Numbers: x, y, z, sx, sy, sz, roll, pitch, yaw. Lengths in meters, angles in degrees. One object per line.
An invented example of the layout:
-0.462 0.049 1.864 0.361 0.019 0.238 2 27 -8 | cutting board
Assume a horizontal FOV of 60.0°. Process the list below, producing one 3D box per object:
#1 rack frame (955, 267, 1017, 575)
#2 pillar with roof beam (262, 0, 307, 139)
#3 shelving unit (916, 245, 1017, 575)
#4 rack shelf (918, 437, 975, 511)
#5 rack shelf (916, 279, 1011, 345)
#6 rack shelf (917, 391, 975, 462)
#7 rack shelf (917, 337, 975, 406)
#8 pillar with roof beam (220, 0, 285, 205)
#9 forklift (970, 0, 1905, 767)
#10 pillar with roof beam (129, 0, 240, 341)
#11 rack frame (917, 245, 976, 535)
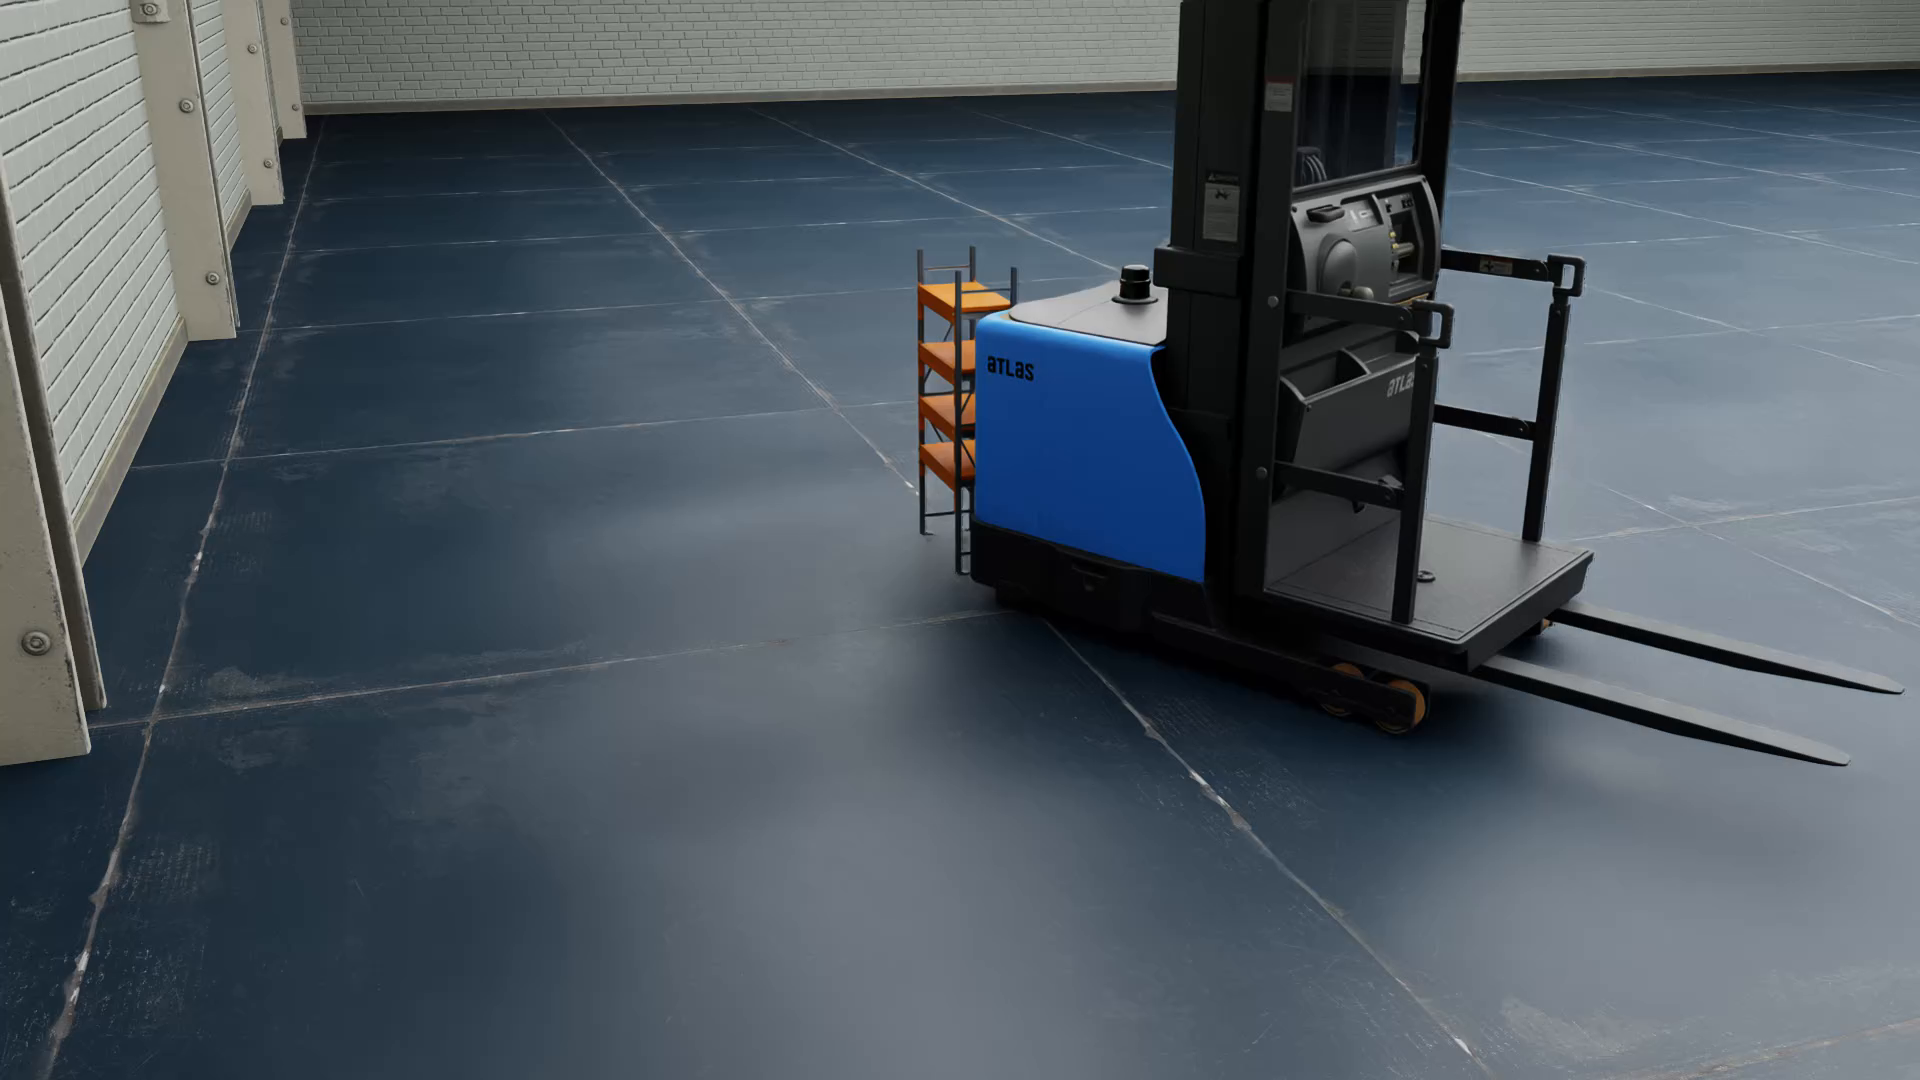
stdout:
0.098 -0.442 6.372 0.240 1.200 0.015 -6 21 -17 | rack frame
-4.448 -9.860 21.057 9.100 9.000 0.400 -6 21 -17 | pillar with roof beam
0.023 -0.520 6.590 0.258 1.200 0.503 -6 21 -17 | shelving unit
0.023 -0.270 6.680 0.258 0.148 0.480 -6 21 -17 | rack shelf
0.022 -0.890 6.457 0.258 0.148 0.480 -6 21 -17 | rack shelf
0.023 -0.457 6.613 0.258 0.148 0.480 -6 21 -17 | rack shelf
0.023 -0.668 6.537 0.258 0.148 0.480 -6 21 -17 | rack shelf
-2.562 -7.935 15.696 9.100 9.000 0.400 -6 21 -17 | pillar with roof beam
1.487 -0.972 5.287 3.031 2.935 1.130 16 25 38 | forklift
-0.676 -6.010 10.336 9.100 9.000 0.400 -6 21 -17 | pillar with roof beam
-0.053 -0.599 6.809 0.240 1.200 0.015 -6 21 -17 | rack frame
